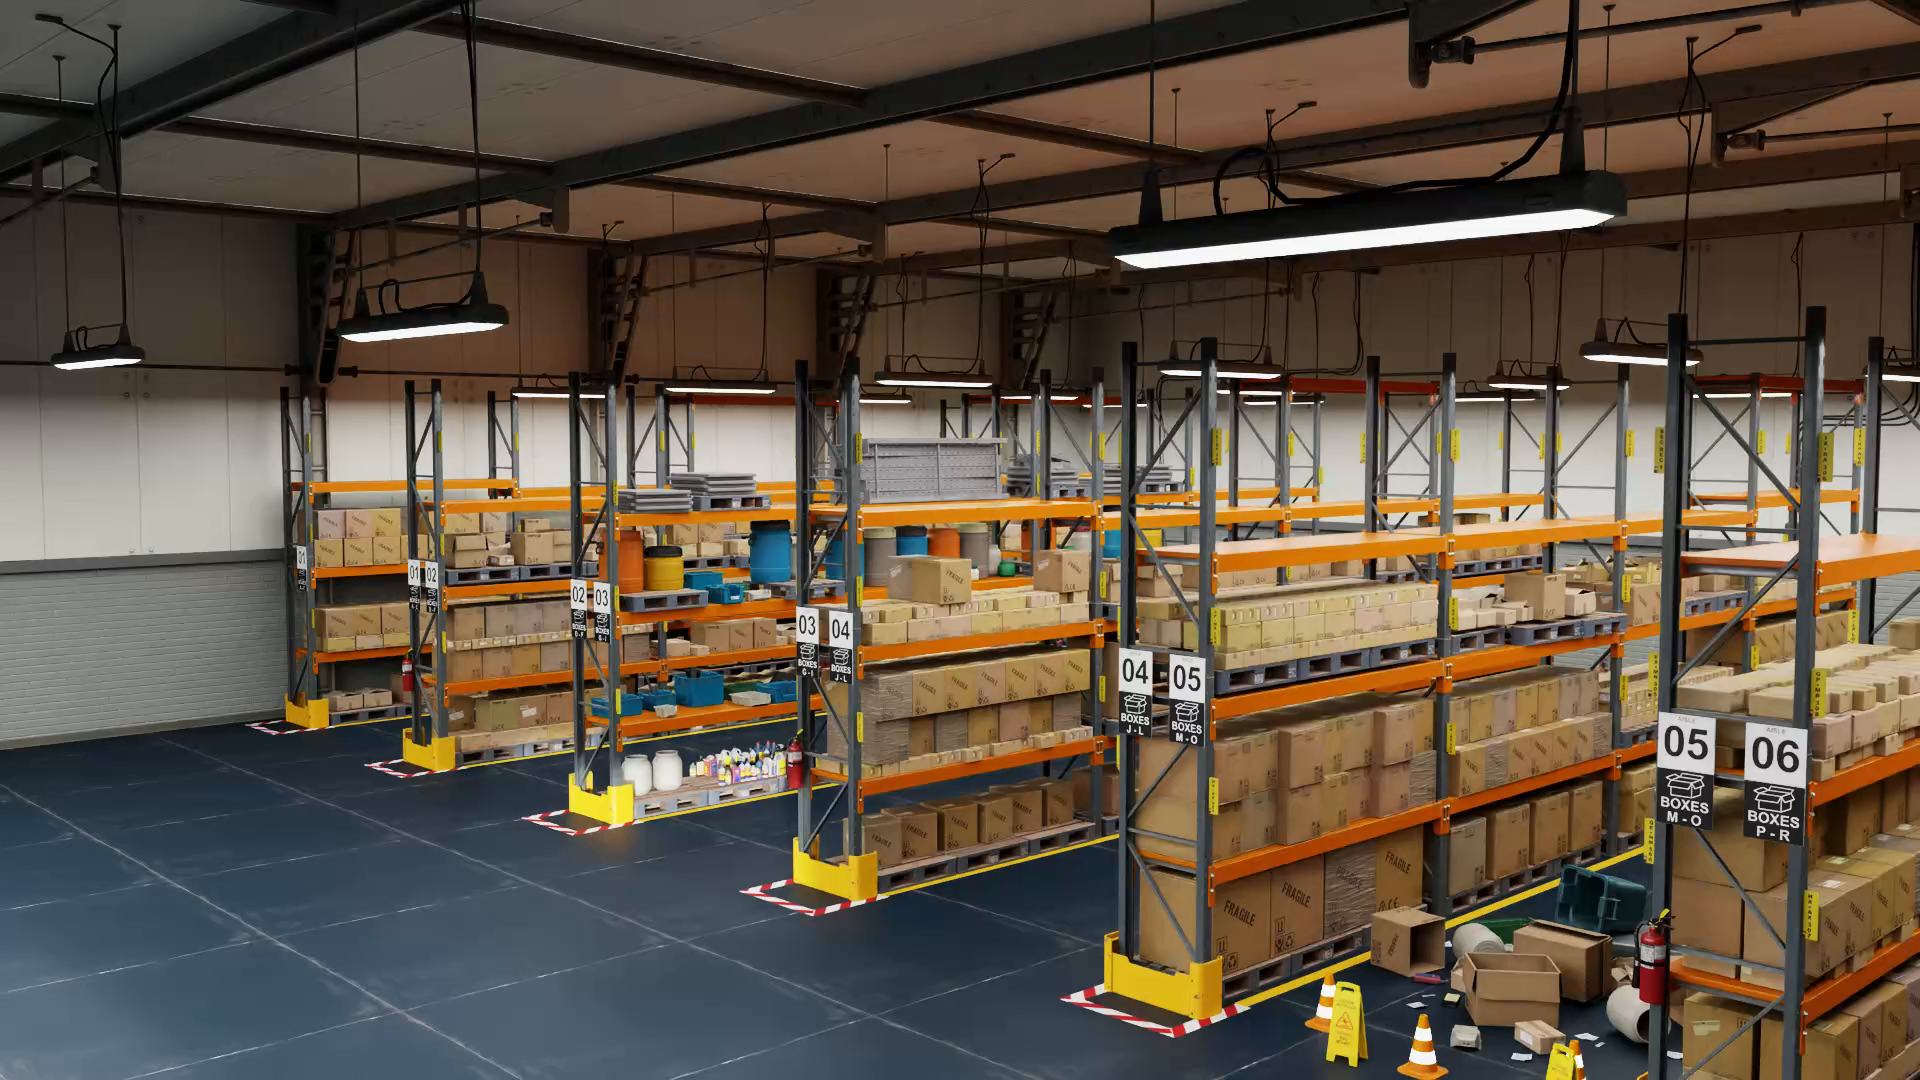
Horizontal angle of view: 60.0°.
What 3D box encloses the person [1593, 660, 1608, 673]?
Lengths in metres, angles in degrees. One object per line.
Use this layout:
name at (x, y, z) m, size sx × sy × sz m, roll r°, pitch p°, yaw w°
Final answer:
person at (10.158, 2.673, 26.290) m, size 0.559 × 1.616 × 0.612 m, roll -2°, pitch 4°, yaw -26°
